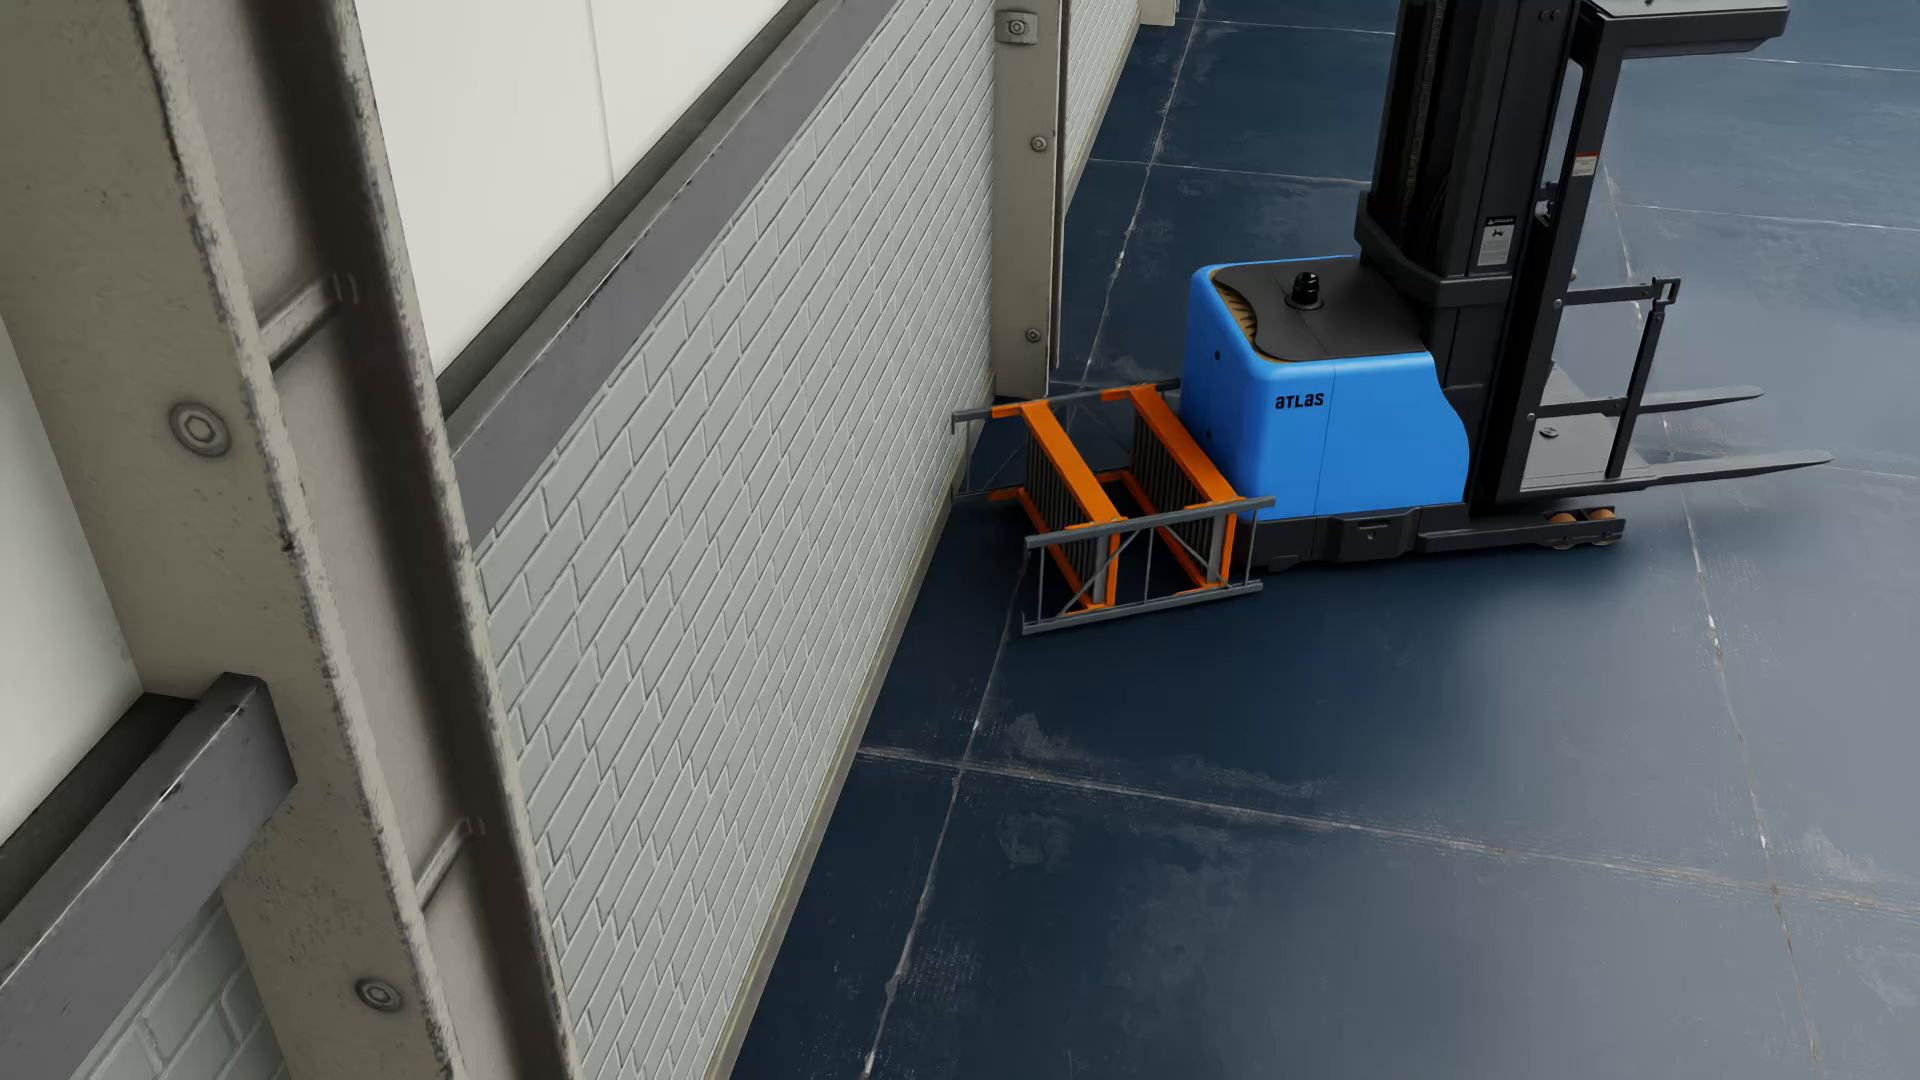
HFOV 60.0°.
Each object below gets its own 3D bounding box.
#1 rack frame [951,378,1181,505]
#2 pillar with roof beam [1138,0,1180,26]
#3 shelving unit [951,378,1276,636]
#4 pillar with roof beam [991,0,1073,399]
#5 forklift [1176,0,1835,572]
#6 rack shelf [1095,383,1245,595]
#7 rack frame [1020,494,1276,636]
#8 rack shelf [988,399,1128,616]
[{"bbox_3d":[0.500,-0.468,7.886,1.125,0.500,0.032,-10,37,-14],"label":"rack frame"},{"bbox_3d":[5.832,-7.412,10.308,9.100,9.000,0.400,7,37,10],"label":"pillar with roof beam"},{"bbox_3d":[0.651,-0.181,7.495,1.125,0.538,1.048,-10,37,-14],"label":"shelving unit"},{"bbox_3d":[4.551,-3.972,5.562,9.100,9.000,0.400,7,37,10],"label":"pillar with roof beam"},{"bbox_3d":[2.614,-1.444,7.245,3.031,2.935,1.130,-5,36,-7],"label":"forklift"},{"bbox_3d":[0.930,-0.229,7.567,0.278,0.538,1.000,-10,37,-14],"label":"rack shelf"},{"bbox_3d":[0.801,0.106,7.103,1.125,0.500,0.032,-10,37,-14],"label":"rack frame"},{"bbox_3d":[0.417,-0.141,7.434,0.278,0.538,1.000,-10,37,-14],"label":"rack shelf"}]
